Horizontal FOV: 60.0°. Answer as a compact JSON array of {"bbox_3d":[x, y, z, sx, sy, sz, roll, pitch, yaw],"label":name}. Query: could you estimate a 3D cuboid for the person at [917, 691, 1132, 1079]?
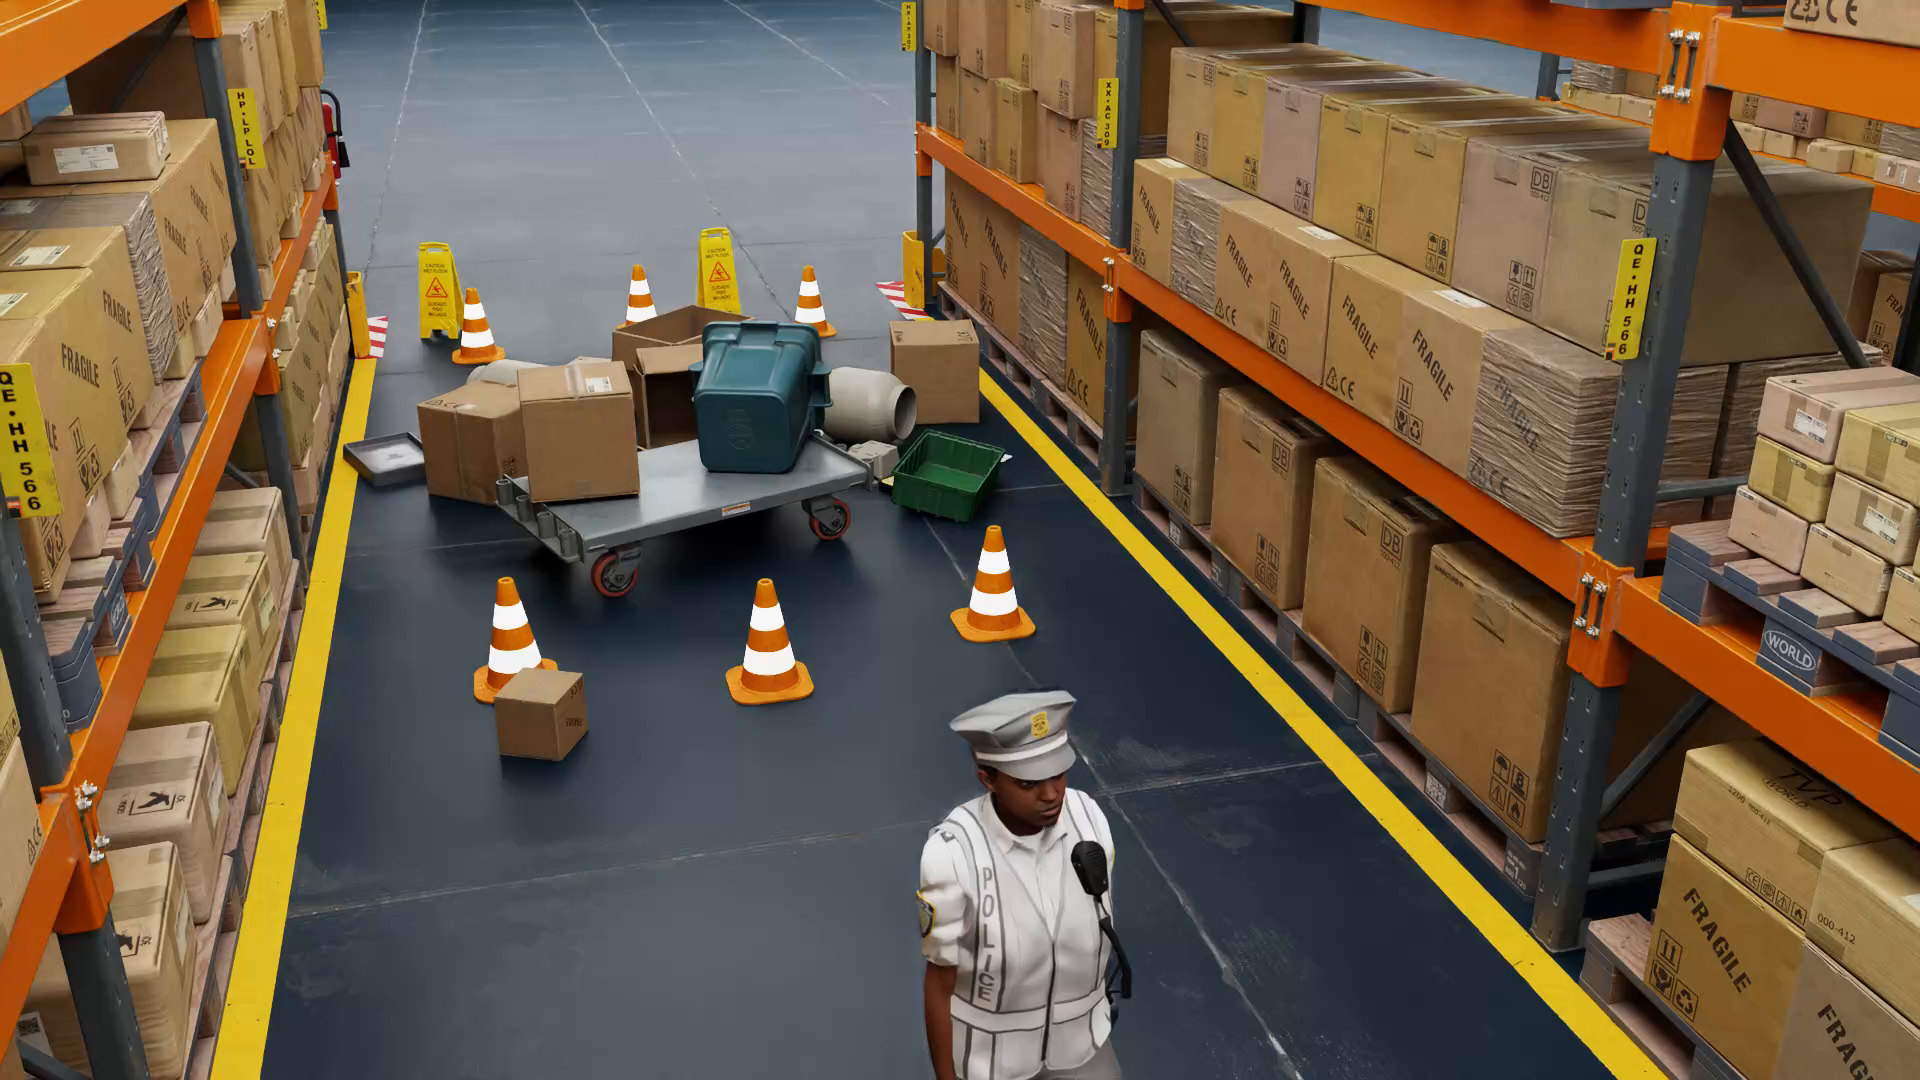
[{"bbox_3d":[0.152,1.096,3.458,0.454,1.710,0.435,-9,25,-19],"label":"person"}]
